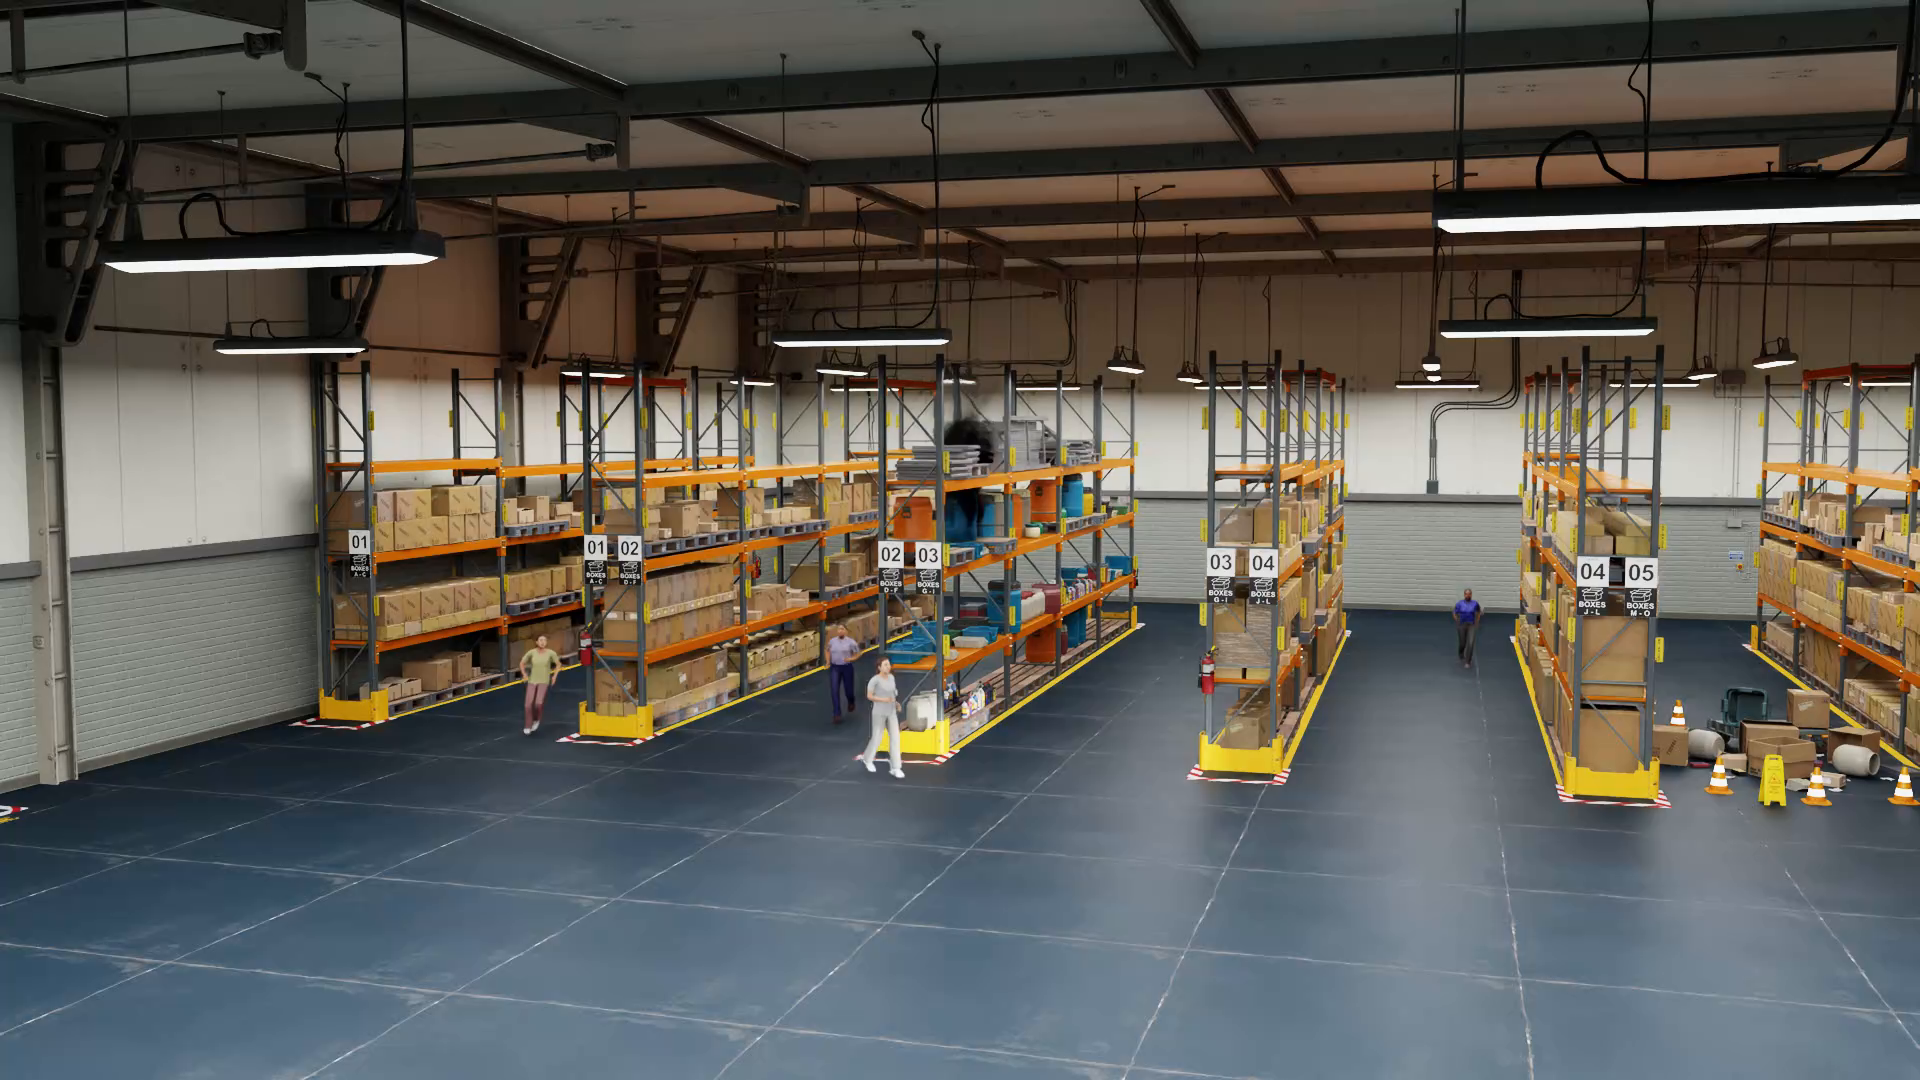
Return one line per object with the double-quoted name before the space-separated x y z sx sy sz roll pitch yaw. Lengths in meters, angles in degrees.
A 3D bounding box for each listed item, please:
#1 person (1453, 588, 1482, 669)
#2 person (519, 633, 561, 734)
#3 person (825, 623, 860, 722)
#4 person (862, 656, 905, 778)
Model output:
"person" 10.319 1.783 33.837 0.565 1.624 0.768 1 4 12
"person" -6.728 2.298 26.592 0.636 1.618 0.538 0 4 -5
"person" -1.983 2.201 27.906 0.620 1.613 0.823 0 4 5
"person" -1.068 2.464 23.405 0.579 1.662 0.879 -3 5 -36
